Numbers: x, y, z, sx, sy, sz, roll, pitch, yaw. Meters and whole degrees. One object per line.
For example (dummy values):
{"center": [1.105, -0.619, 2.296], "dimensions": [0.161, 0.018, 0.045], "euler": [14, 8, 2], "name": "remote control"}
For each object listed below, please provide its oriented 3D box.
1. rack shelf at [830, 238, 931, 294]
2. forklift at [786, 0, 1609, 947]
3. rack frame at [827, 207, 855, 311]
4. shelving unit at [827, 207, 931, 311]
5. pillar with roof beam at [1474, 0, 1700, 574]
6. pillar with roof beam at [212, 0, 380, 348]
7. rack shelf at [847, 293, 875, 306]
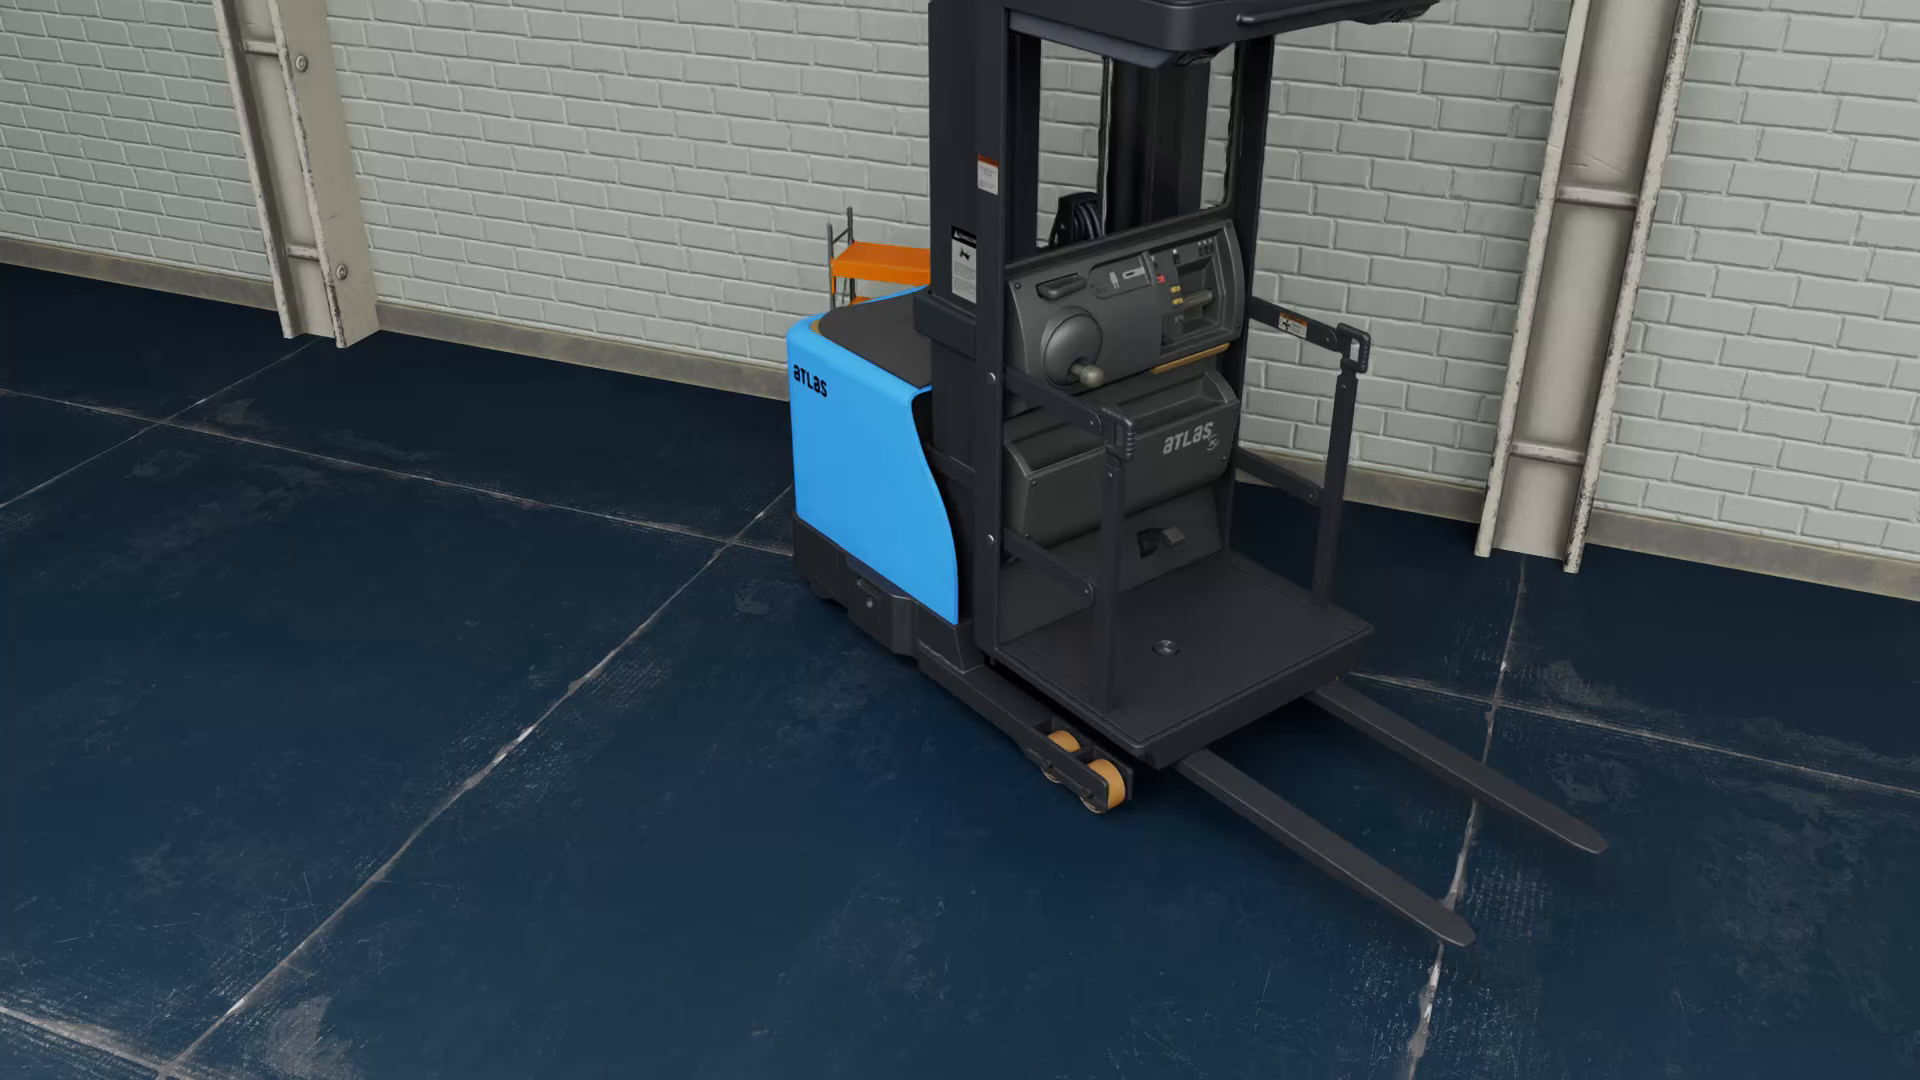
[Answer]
{"center": [-0.244, -1.066, 6.618], "dimensions": [0.480, 0.148, 0.258], "euler": [9, 31, 15], "name": "rack shelf"}
{"center": [0.663, -0.695, 5.001], "dimensions": [1.130, 2.935, 3.031], "euler": [-21, 36, -32], "name": "forklift"}
{"center": [-0.476, -0.761, 6.876], "dimensions": [0.015, 1.200, 0.240], "euler": [9, 31, 15], "name": "rack frame"}
{"center": [-0.244, -0.724, 6.812], "dimensions": [0.503, 1.200, 0.258], "euler": [9, 31, 15], "name": "shelving unit"}
{"center": [0.677, -1.929, 1.018], "dimensions": [0.400, 9.000, 9.100], "euler": [11, 31, 19], "name": "pillar with roof beam"}
{"center": [-4.883, -3.039, 2.981], "dimensions": [0.400, 9.000, 9.100], "euler": [11, 31, 19], "name": "pillar with roof beam"}
{"center": [-0.244, -0.860, 6.735], "dimensions": [0.480, 0.148, 0.258], "euler": [9, 31, 15], "name": "rack shelf"}
